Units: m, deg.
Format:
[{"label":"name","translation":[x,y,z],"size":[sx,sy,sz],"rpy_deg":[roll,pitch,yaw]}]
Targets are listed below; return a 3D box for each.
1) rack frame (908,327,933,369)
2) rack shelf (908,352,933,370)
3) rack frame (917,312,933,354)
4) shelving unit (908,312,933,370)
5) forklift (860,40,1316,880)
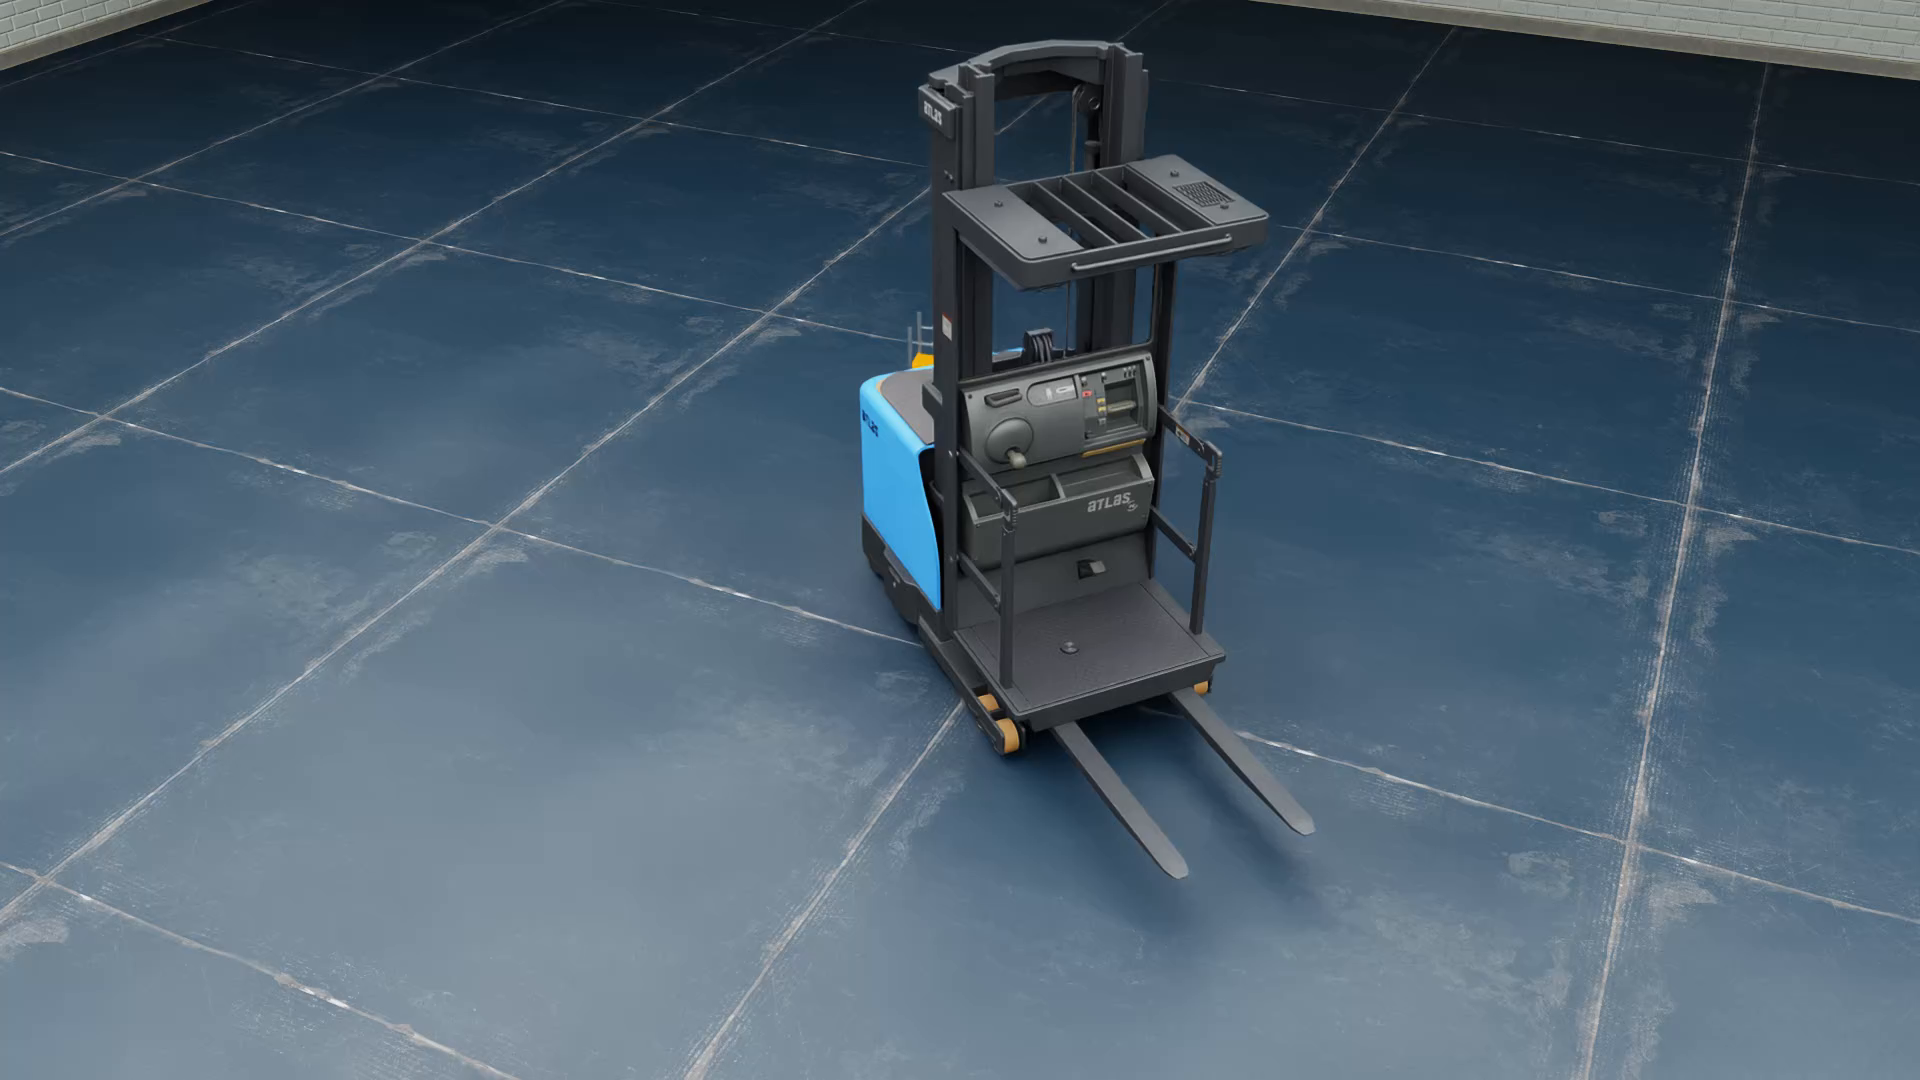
[{"label":"rack frame","translation":[-0.153,-0.586,8.918],"size":[0.240,1.200,0.006],"rpy_deg":[8,34,12]},{"label":"rack shelf","translation":[-0.131,-0.898,8.819],"size":[0.258,0.103,0.180],"rpy_deg":[8,34,12]},{"label":"rack frame","translation":[-0.109,-0.683,9.066],"size":[0.240,1.200,0.006],"rpy_deg":[8,34,12]},{"label":"shelving unit","translation":[-0.131,-0.634,8.992],"size":[0.258,1.200,0.189],"rpy_deg":[8,34,12]},{"label":"forklift","translation":[0.545,-0.515,7.231],"size":[1.130,2.935,3.031],"rpy_deg":[-14,36,-20]}]
